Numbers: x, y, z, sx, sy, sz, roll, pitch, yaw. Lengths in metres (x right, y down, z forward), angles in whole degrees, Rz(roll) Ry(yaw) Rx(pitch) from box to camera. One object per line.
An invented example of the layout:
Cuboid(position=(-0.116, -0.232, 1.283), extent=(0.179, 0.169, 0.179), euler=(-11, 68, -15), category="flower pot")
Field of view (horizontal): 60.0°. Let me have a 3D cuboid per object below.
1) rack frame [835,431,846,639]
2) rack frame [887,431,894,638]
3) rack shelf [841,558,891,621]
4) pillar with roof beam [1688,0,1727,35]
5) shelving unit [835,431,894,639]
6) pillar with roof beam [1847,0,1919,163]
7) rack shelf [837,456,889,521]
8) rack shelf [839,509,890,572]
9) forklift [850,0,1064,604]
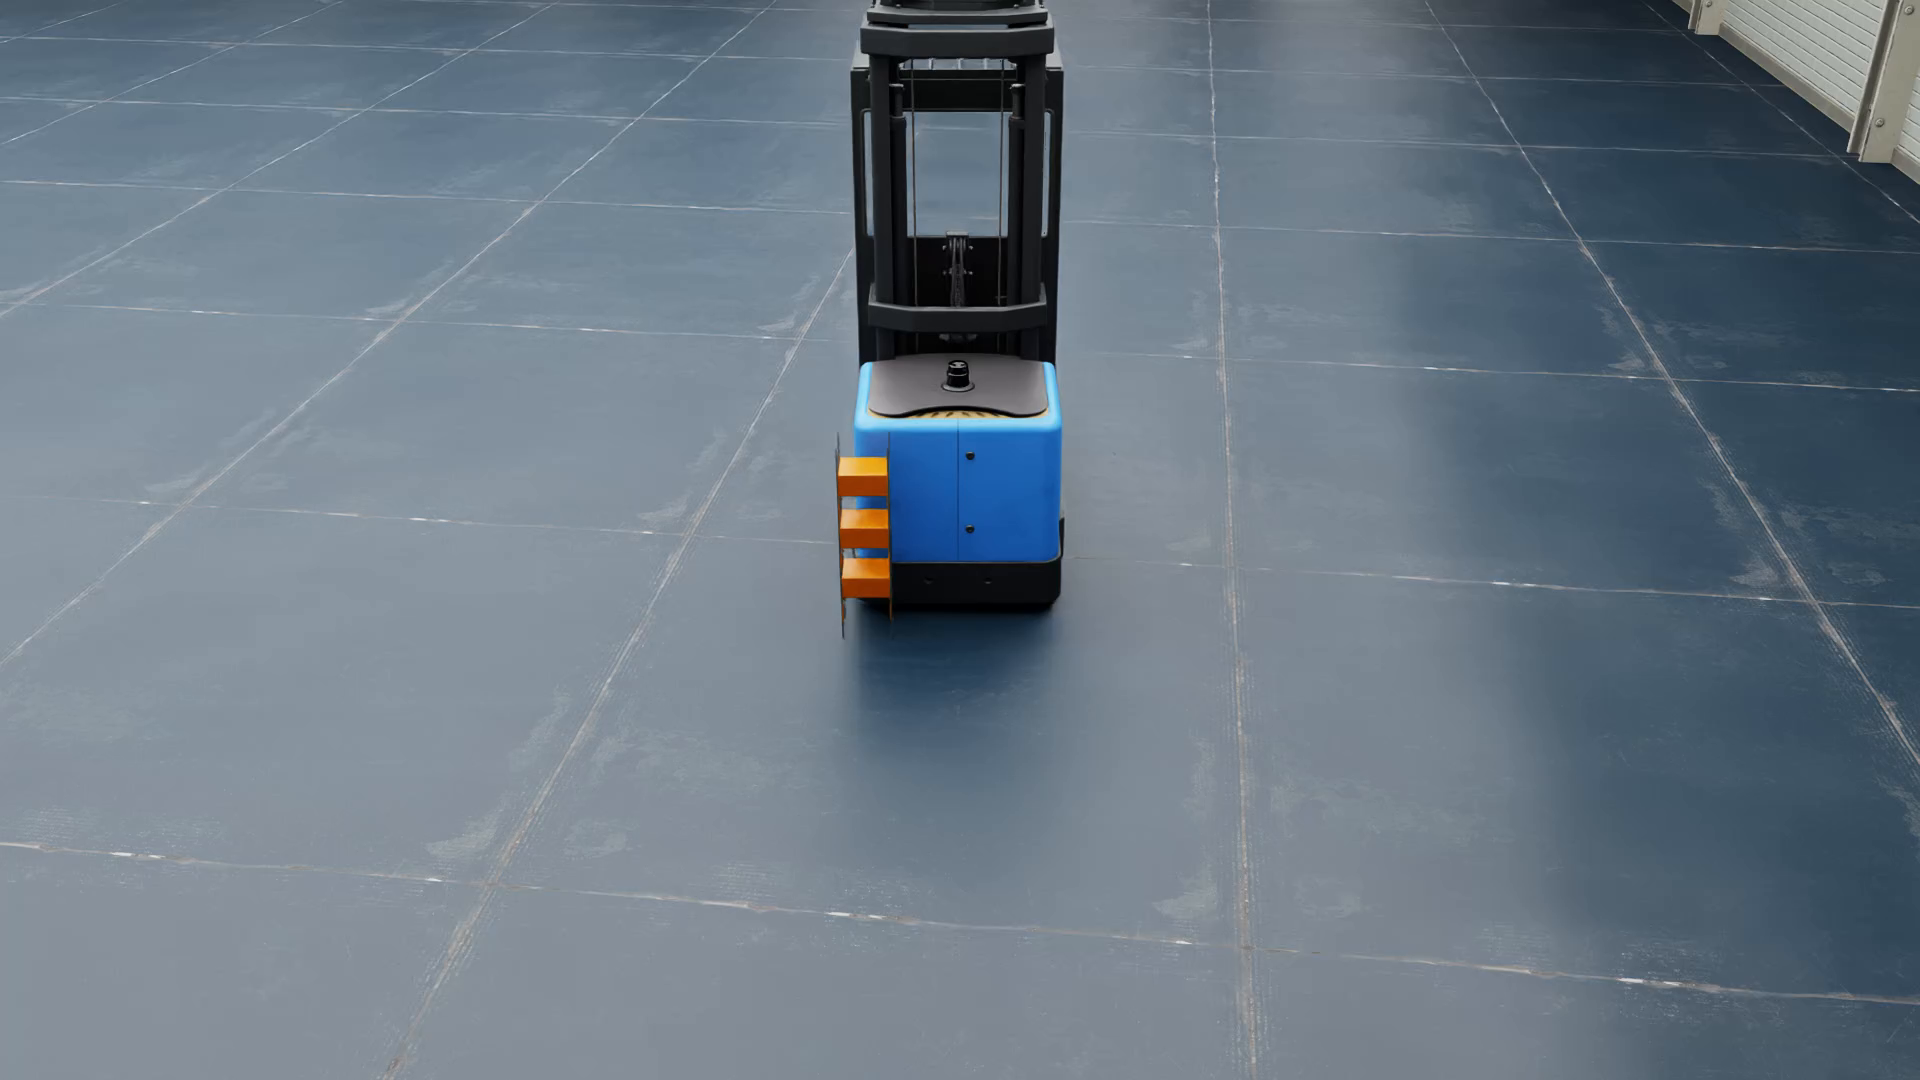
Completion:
Cuboid(position=(-0.586, -0.015, 8.171), extent=(0.008, 1.050, 0.200), euler=(0, 28, 0), category="rack frame")
Cuboid(position=(-0.342, -0.016, 8.173), extent=(0.008, 1.050, 0.200), euler=(0, 28, 0), category="rack frame")
Cuboid(position=(-0.464, 0.238, 8.309), extent=(0.240, 0.259, 0.215), euler=(0, 28, 0), category="rack shelf")
Cuboid(position=(5.305, -10.758, 19.732), extent=(9.100, 9.000, 0.400), euler=(3, 28, 6), category="pillar with roof beam")
Cuboid(position=(-0.464, -0.016, 8.172), extent=(0.252, 1.050, 0.215), euler=(0, 28, 0), category="shelving unit")
Cuboid(position=(4.570, -7.934, 14.489), extent=(9.100, 9.000, 0.400), euler=(3, 28, 6), category="pillar with roof beam")
Cuboid(position=(-0.464, -0.256, 8.042), extent=(0.240, 0.259, 0.215), euler=(0, 28, 0), category="rack shelf")
Cuboid(position=(-0.464, -0.006, 8.177), extent=(0.240, 0.259, 0.215), euler=(0, 28, 0), category="rack shelf")
Cuboid(position=(-0.016, -1.620, 9.166), extent=(1.130, 2.935, 3.031), euler=(0, 28, 0), category="forklift")
